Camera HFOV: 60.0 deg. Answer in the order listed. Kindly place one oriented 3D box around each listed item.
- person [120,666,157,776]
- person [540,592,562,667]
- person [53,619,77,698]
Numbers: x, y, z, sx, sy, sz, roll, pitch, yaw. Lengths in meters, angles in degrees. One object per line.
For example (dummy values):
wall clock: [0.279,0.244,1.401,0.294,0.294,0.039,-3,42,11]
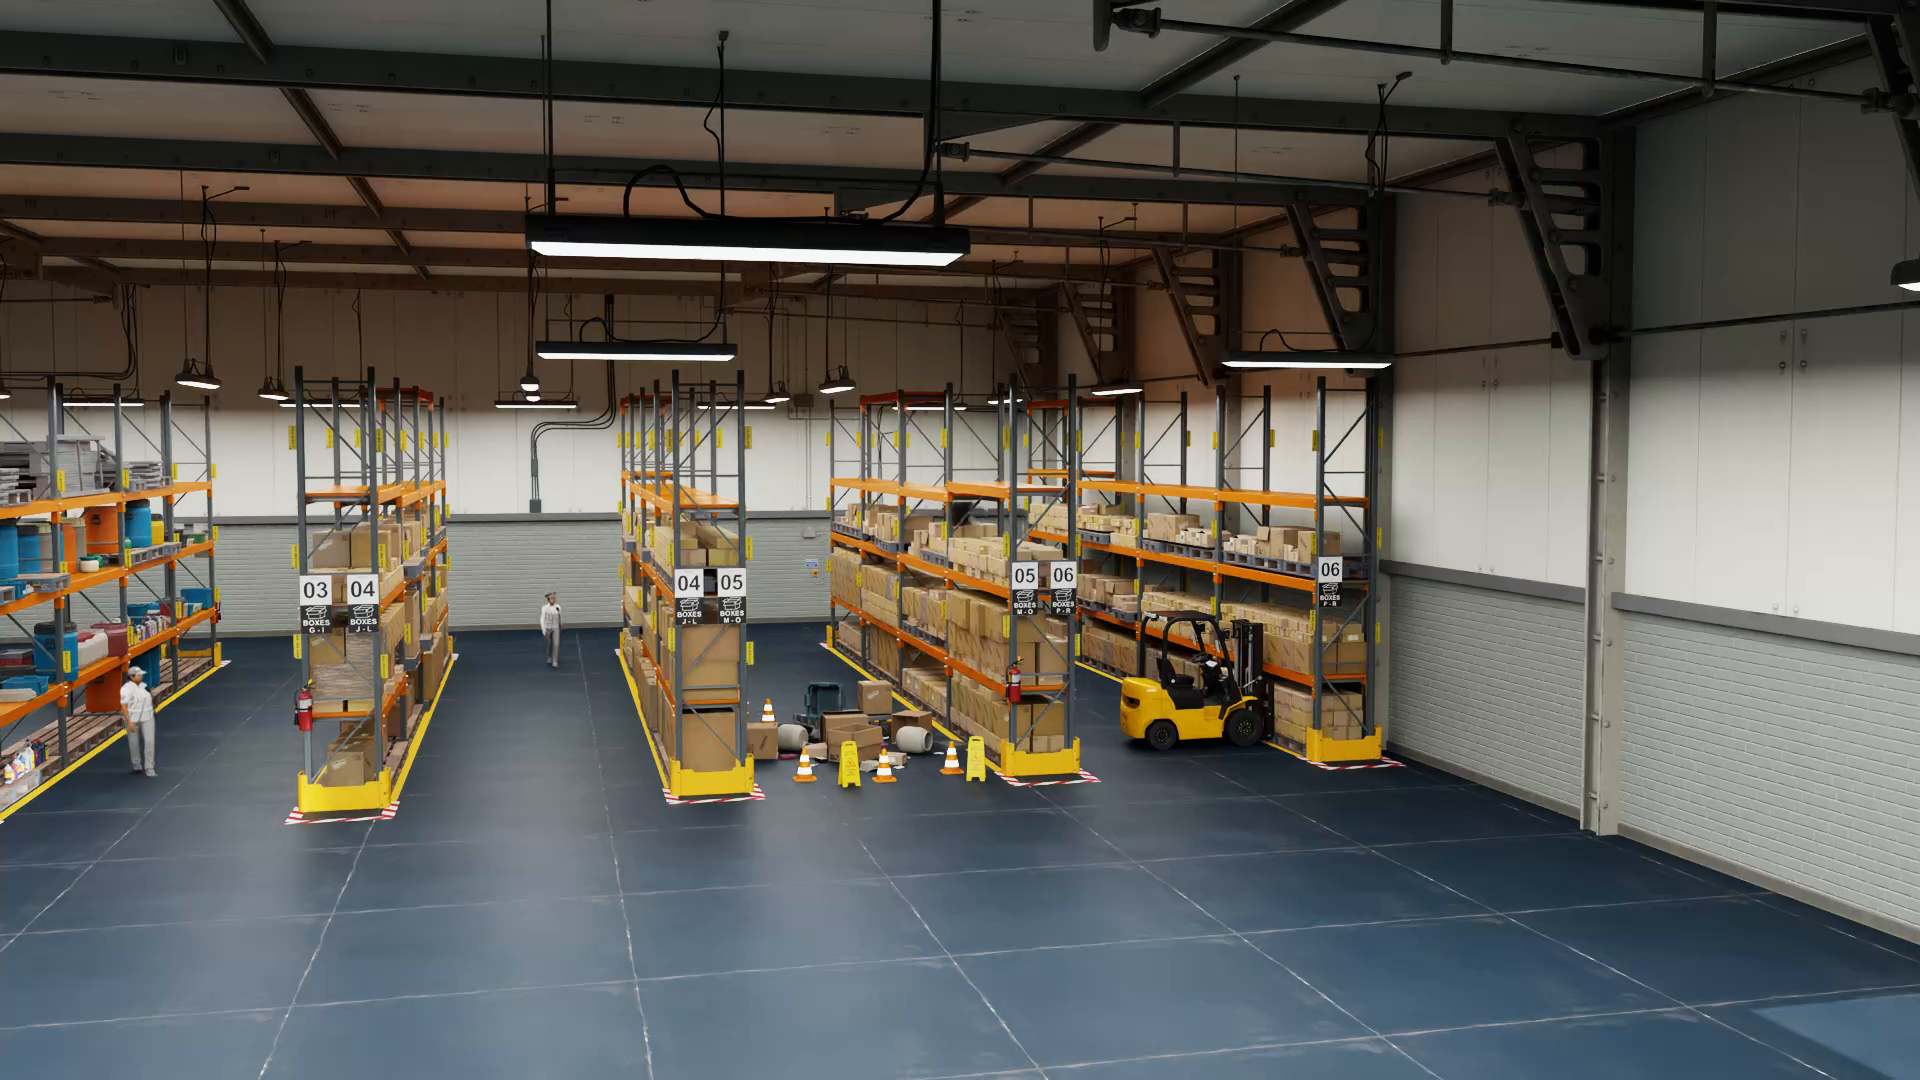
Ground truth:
person: [-12.281,2.693,24.880,0.478,1.607,0.975,-1,4,-23]
person: [-9.077,1.974,36.926,0.465,1.638,0.948,-1,3,-12]
person: [-17.402,2.208,32.282,0.454,1.721,0.613,-1,4,-19]
